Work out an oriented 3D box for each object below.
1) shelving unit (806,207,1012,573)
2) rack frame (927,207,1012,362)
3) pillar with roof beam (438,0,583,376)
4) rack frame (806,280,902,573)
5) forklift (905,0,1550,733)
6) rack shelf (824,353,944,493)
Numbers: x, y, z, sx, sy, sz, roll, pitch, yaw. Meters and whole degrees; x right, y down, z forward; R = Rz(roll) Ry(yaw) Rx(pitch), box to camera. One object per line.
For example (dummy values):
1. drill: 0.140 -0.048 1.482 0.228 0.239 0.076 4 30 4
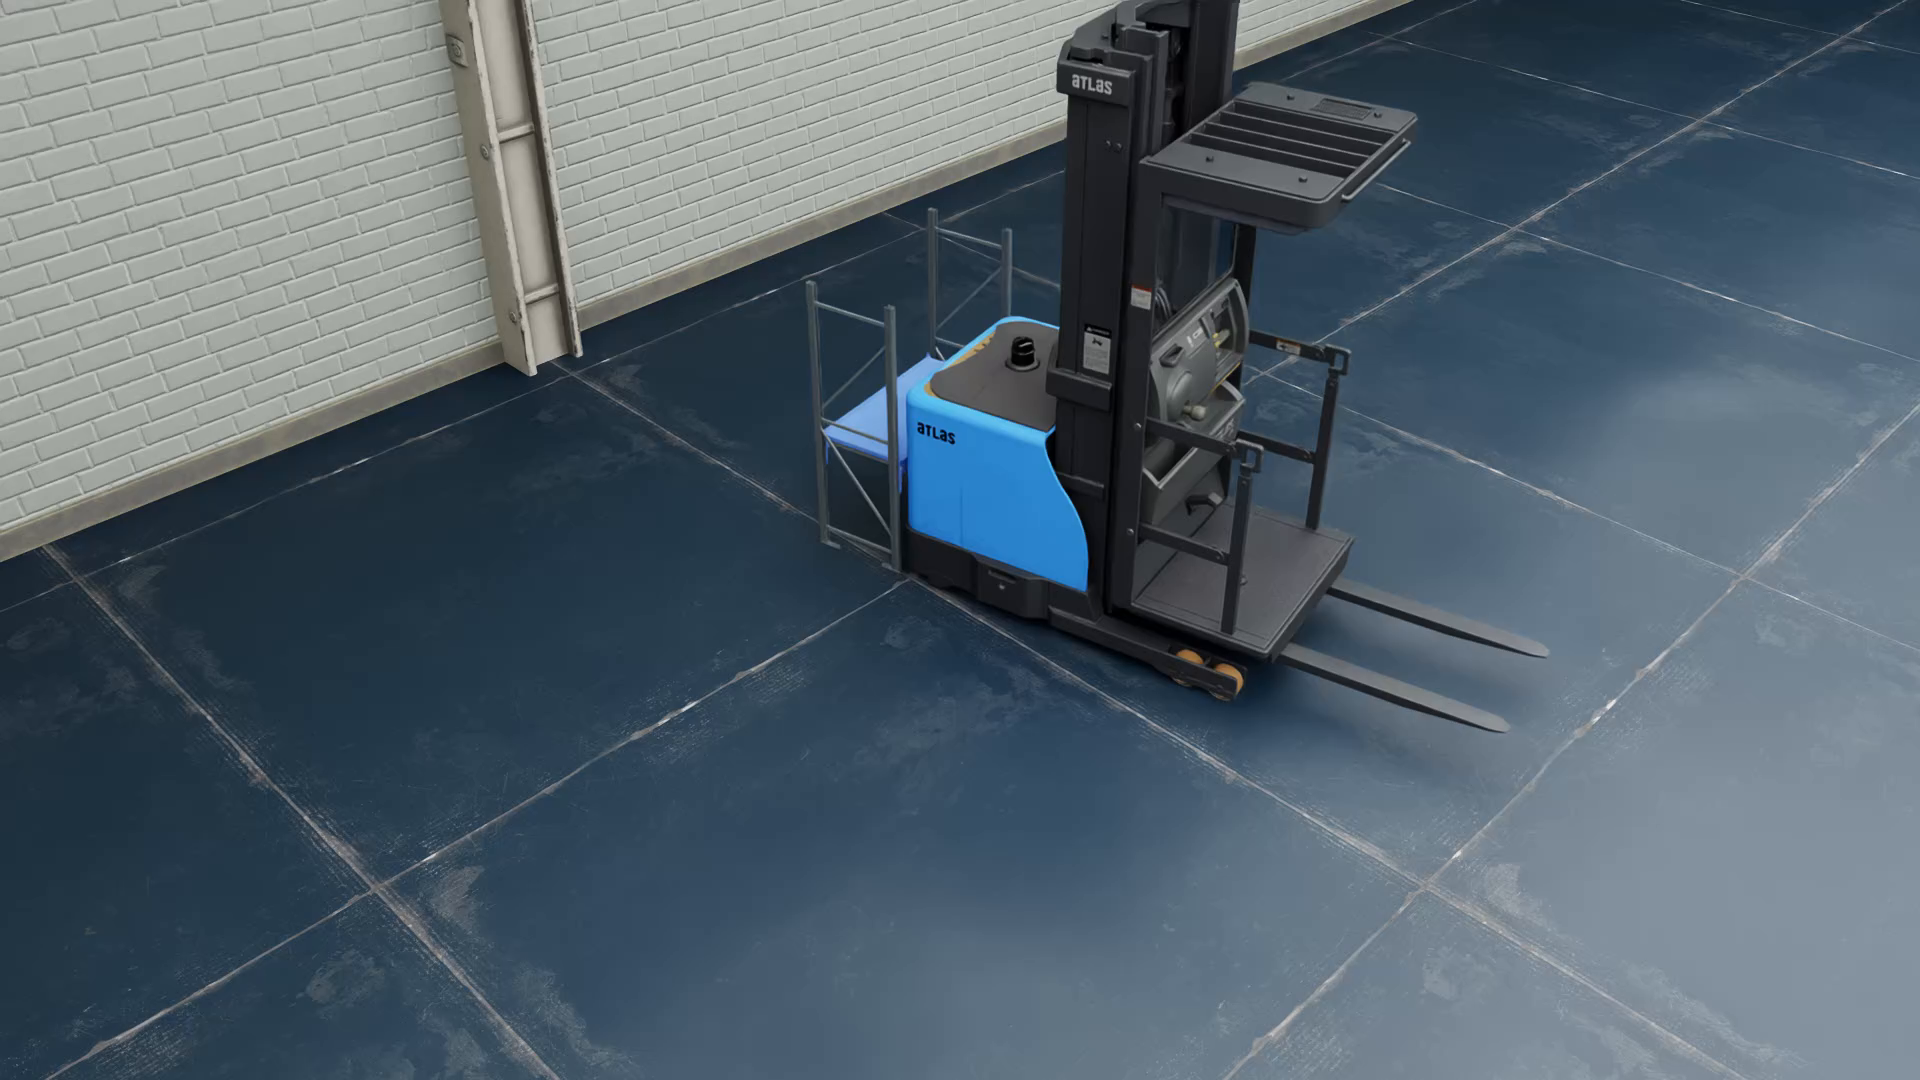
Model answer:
1. shelving unit: -0.234 -0.773 8.538 0.538 1.500 1.048 21 40 27
2. rack frame: 0.047 -1.015 8.886 0.500 1.500 0.032 21 40 27
3. pillar with roof beam: 0.453 -3.098 5.316 9.100 9.000 0.400 30 45 35
4. rack frame: -0.515 -0.531 8.190 0.500 1.500 0.032 21 40 27
5. forklift: 1.248 -0.810 7.341 3.031 2.935 1.130 20 39 26
6. rack shelf: -0.234 -0.625 8.641 0.538 0.185 1.000 21 40 27
